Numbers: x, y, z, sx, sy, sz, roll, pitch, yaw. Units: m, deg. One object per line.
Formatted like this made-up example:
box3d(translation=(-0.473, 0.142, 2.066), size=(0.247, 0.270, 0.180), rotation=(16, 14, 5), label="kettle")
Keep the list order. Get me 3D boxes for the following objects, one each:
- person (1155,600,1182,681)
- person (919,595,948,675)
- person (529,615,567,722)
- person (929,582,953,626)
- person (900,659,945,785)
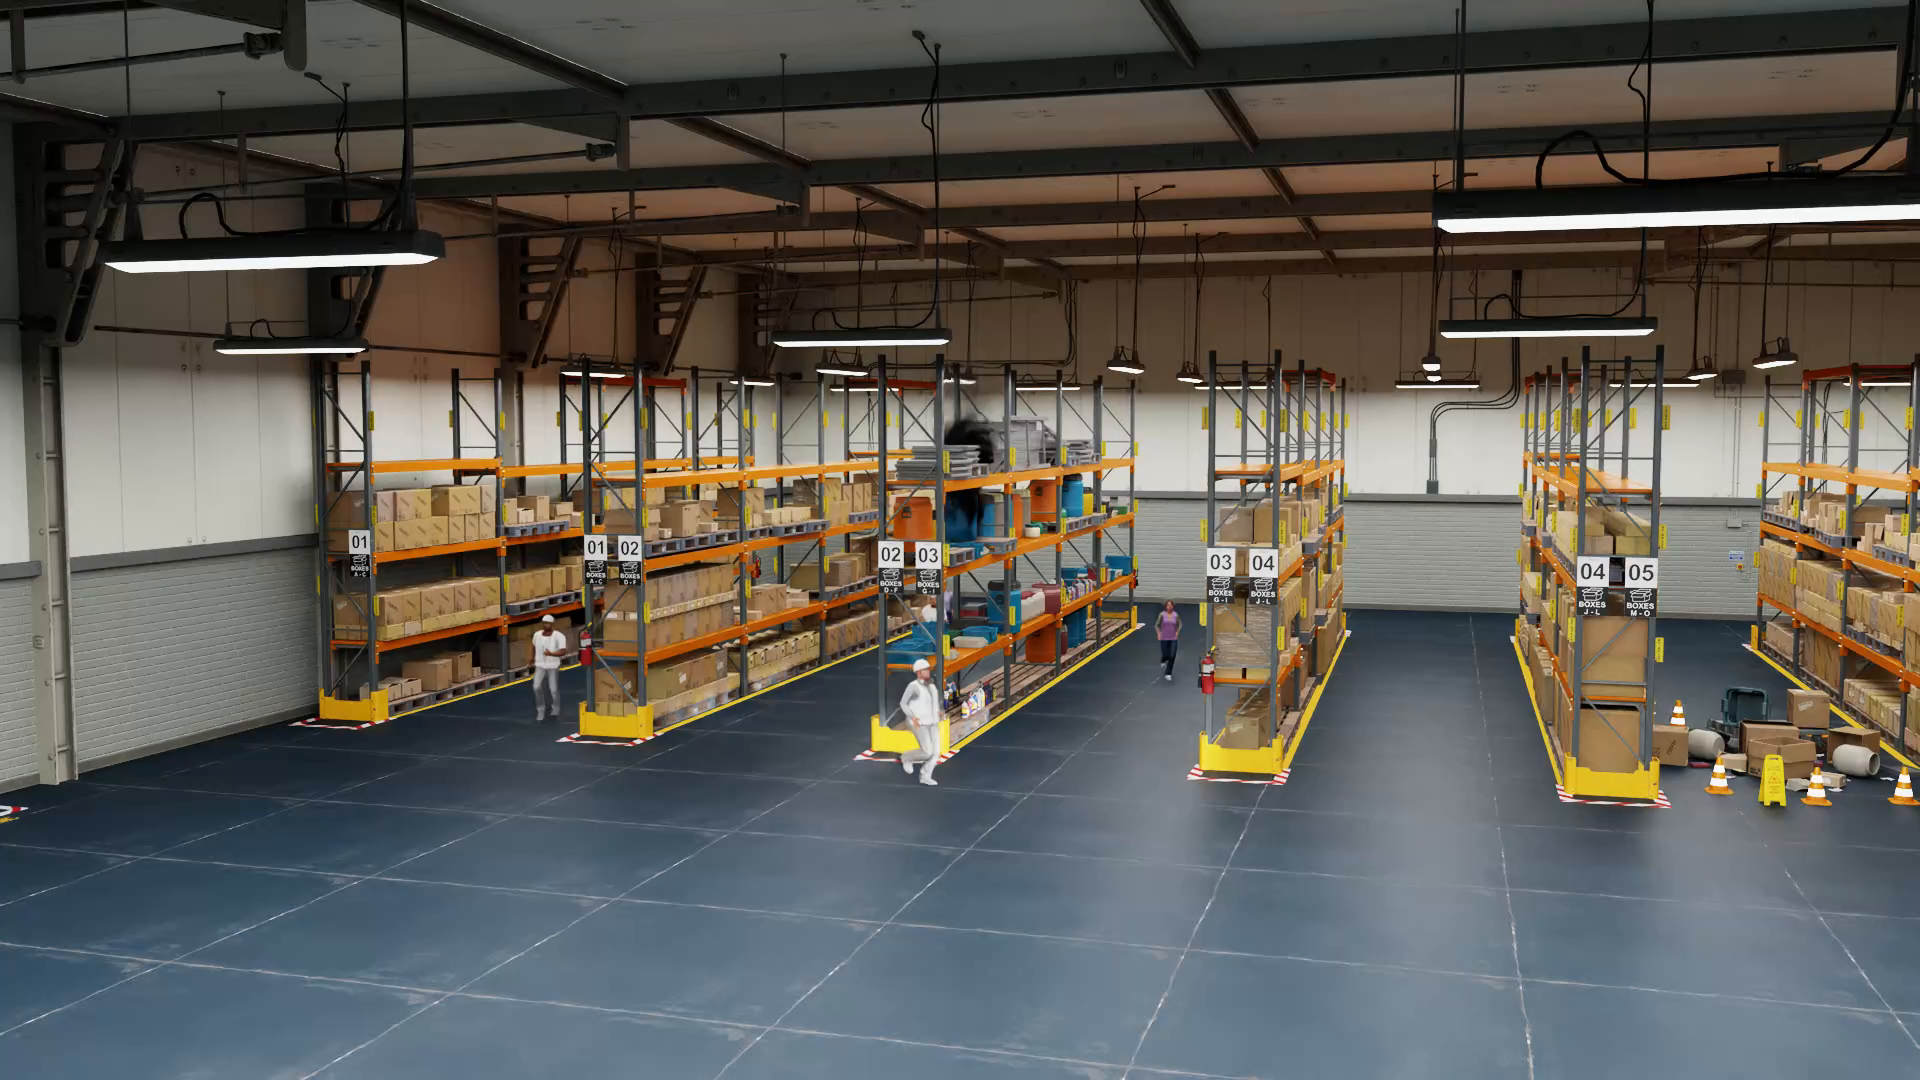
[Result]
box3d(translation=(4.044, 1.932, 32.229), size=(0.538, 1.557, 0.549), rotation=(0, 4, -1), label="person")
box3d(translation=(-0.537, 1.856, 32.594), size=(0.592, 1.629, 0.583), rotation=(1, 4, 8), label="person")
box3d(translation=(-6.896, 2.144, 27.764), size=(0.671, 1.798, 0.728), rotation=(0, 4, 3), label="person")
box3d(translation=(-0.365, 1.686, 35.325), size=(0.607, 1.636, 0.841), rotation=(0, 4, 4), label="person")
box3d(translation=(-0.522, 2.507, 22.943), size=(0.590, 1.730, 0.670), rotation=(4, 6, 43), label="person")
